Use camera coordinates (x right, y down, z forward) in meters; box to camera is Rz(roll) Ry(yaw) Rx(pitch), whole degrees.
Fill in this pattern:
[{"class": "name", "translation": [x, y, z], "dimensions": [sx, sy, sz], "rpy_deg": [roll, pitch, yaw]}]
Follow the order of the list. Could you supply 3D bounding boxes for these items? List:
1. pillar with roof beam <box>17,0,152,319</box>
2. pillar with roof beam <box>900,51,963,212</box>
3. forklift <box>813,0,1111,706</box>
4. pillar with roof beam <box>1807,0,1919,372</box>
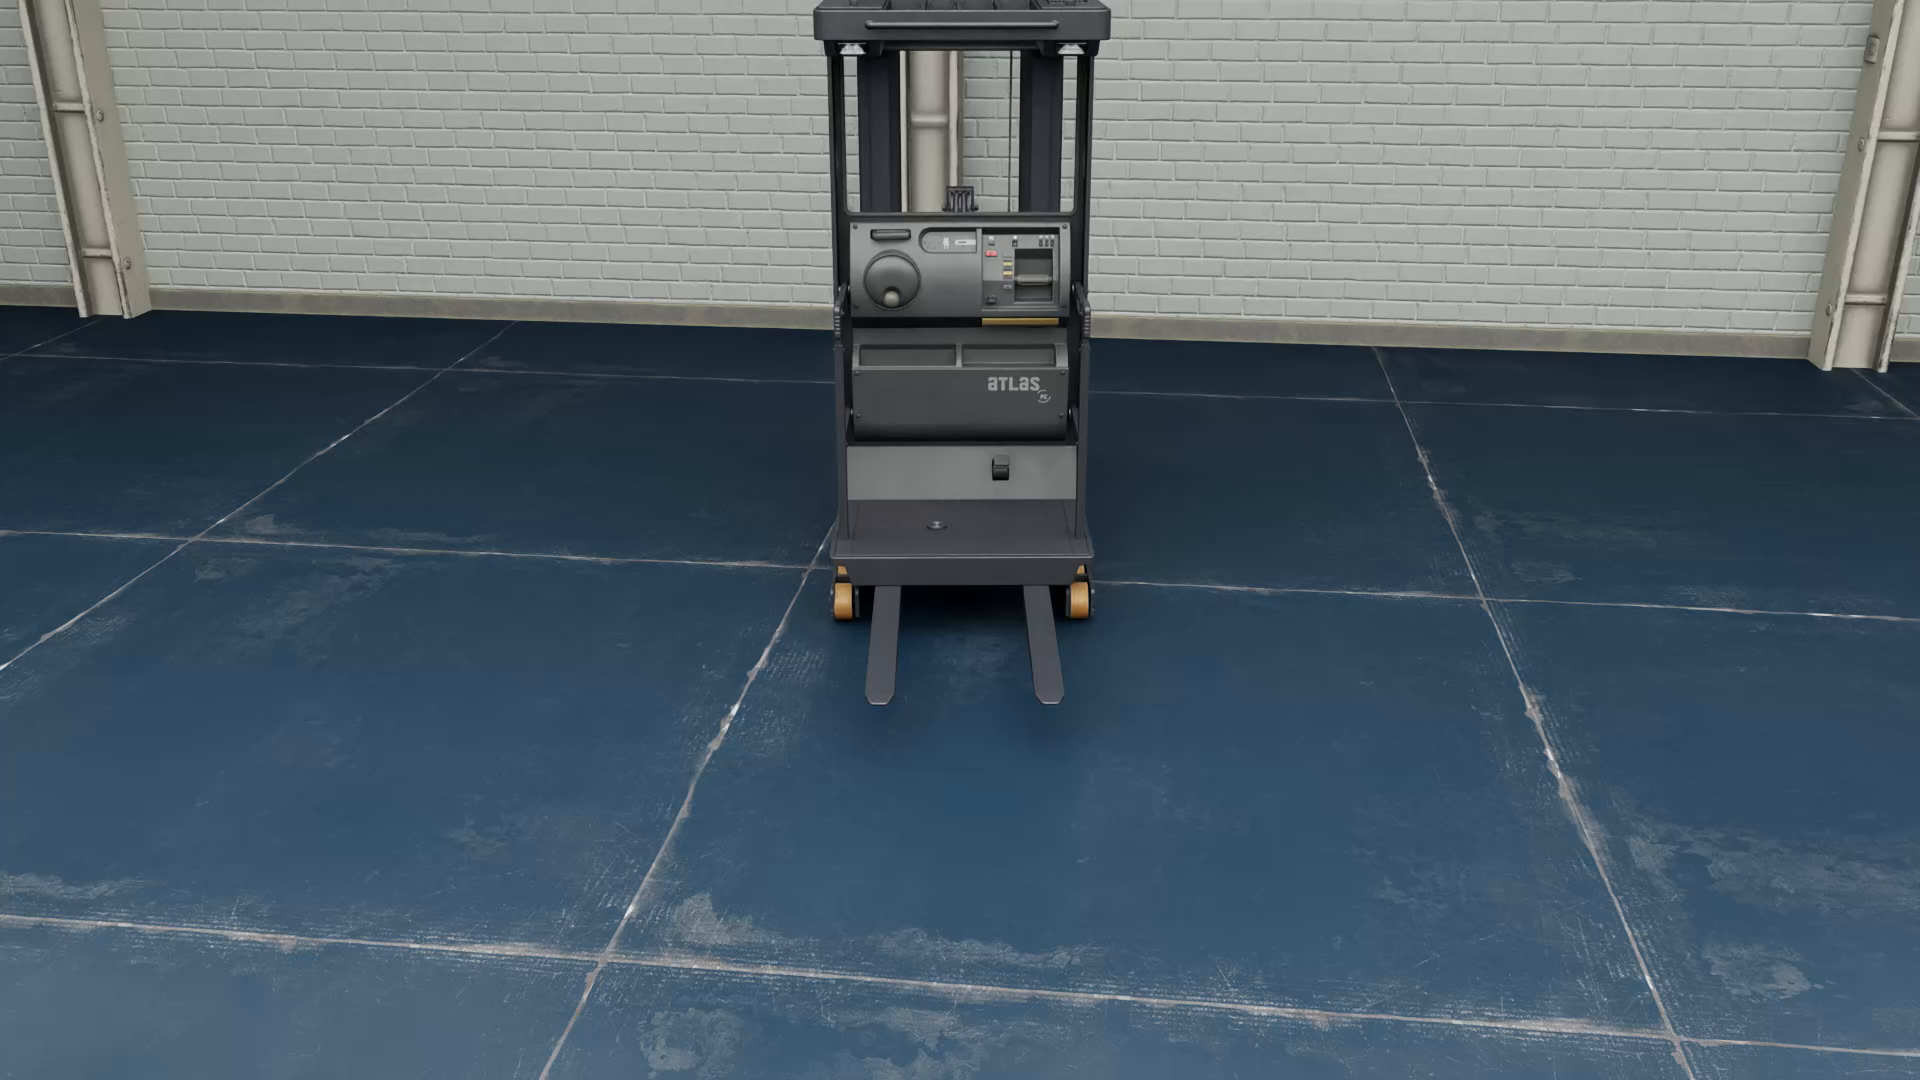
[{"class": "pillar with roof beam", "translation": [-6.658, -4.272, 6.506], "dimensions": [0.400, 9.000, 9.100], "rpy_deg": [2, 22, 6]}, {"class": "pillar with roof beam", "translation": [-0.700, -4.013, 5.850], "dimensions": [0.400, 9.000, 9.100], "rpy_deg": [2, 22, 6]}, {"class": "forklift", "translation": [0.005, -1.134, 6.822], "dimensions": [1.130, 2.935, 3.031], "rpy_deg": [0, 22, 0]}, {"class": "pillar with roof beam", "translation": [5.259, -3.753, 5.193], "dimensions": [0.400, 9.000, 9.100], "rpy_deg": [2, 22, 6]}]
